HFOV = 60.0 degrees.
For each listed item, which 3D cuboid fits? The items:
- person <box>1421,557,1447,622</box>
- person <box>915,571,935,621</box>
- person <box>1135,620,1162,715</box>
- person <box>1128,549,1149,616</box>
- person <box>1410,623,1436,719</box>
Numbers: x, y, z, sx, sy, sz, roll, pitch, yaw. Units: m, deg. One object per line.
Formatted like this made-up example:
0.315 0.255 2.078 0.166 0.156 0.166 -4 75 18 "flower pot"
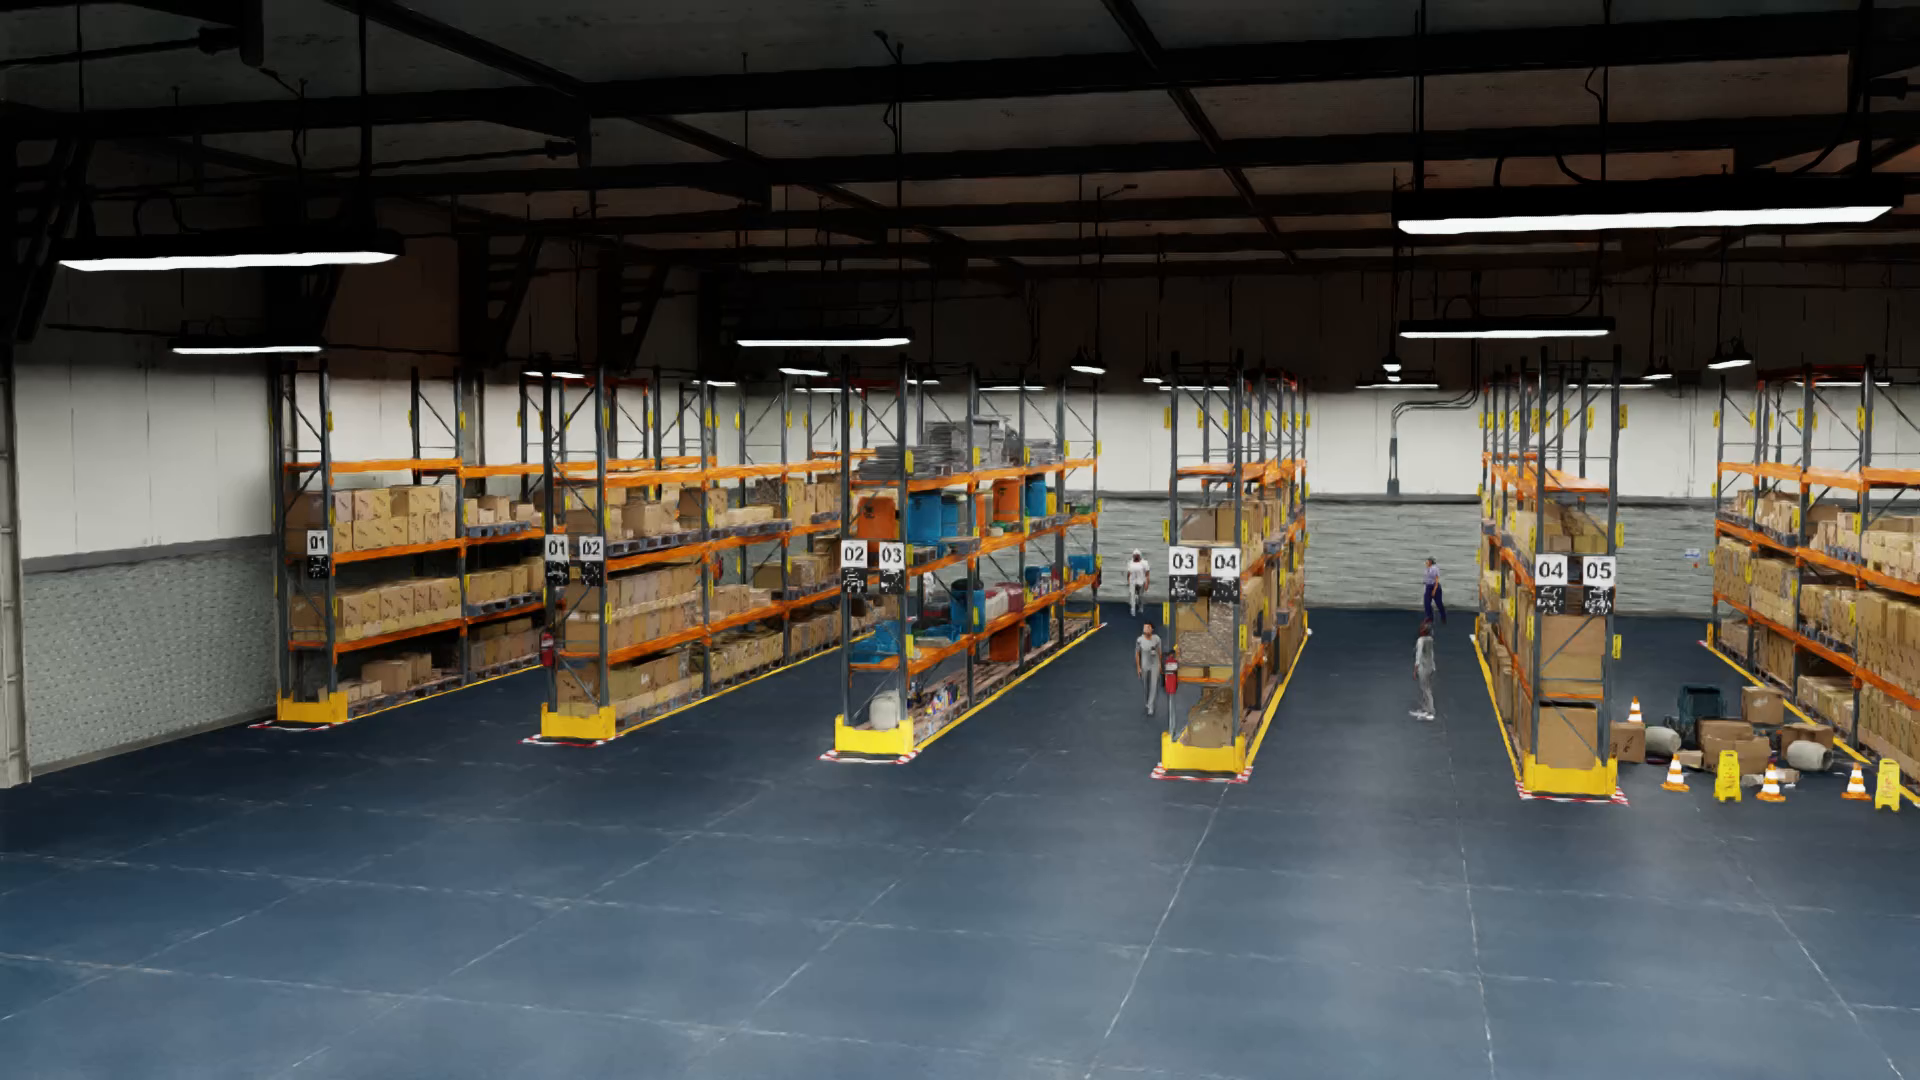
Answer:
11.779 1.277 41.240 0.601 1.527 0.533 -1 4 -17 "person"
-0.832 1.290 40.111 0.497 1.658 0.682 1 4 12 "person"
3.209 2.146 28.377 0.447 1.588 1.095 1 4 18 "person"
4.575 1.074 42.749 0.589 1.716 1.043 1 4 13 "person"
7.784 2.183 27.948 0.532 1.591 0.528 4 6 42 "person"
